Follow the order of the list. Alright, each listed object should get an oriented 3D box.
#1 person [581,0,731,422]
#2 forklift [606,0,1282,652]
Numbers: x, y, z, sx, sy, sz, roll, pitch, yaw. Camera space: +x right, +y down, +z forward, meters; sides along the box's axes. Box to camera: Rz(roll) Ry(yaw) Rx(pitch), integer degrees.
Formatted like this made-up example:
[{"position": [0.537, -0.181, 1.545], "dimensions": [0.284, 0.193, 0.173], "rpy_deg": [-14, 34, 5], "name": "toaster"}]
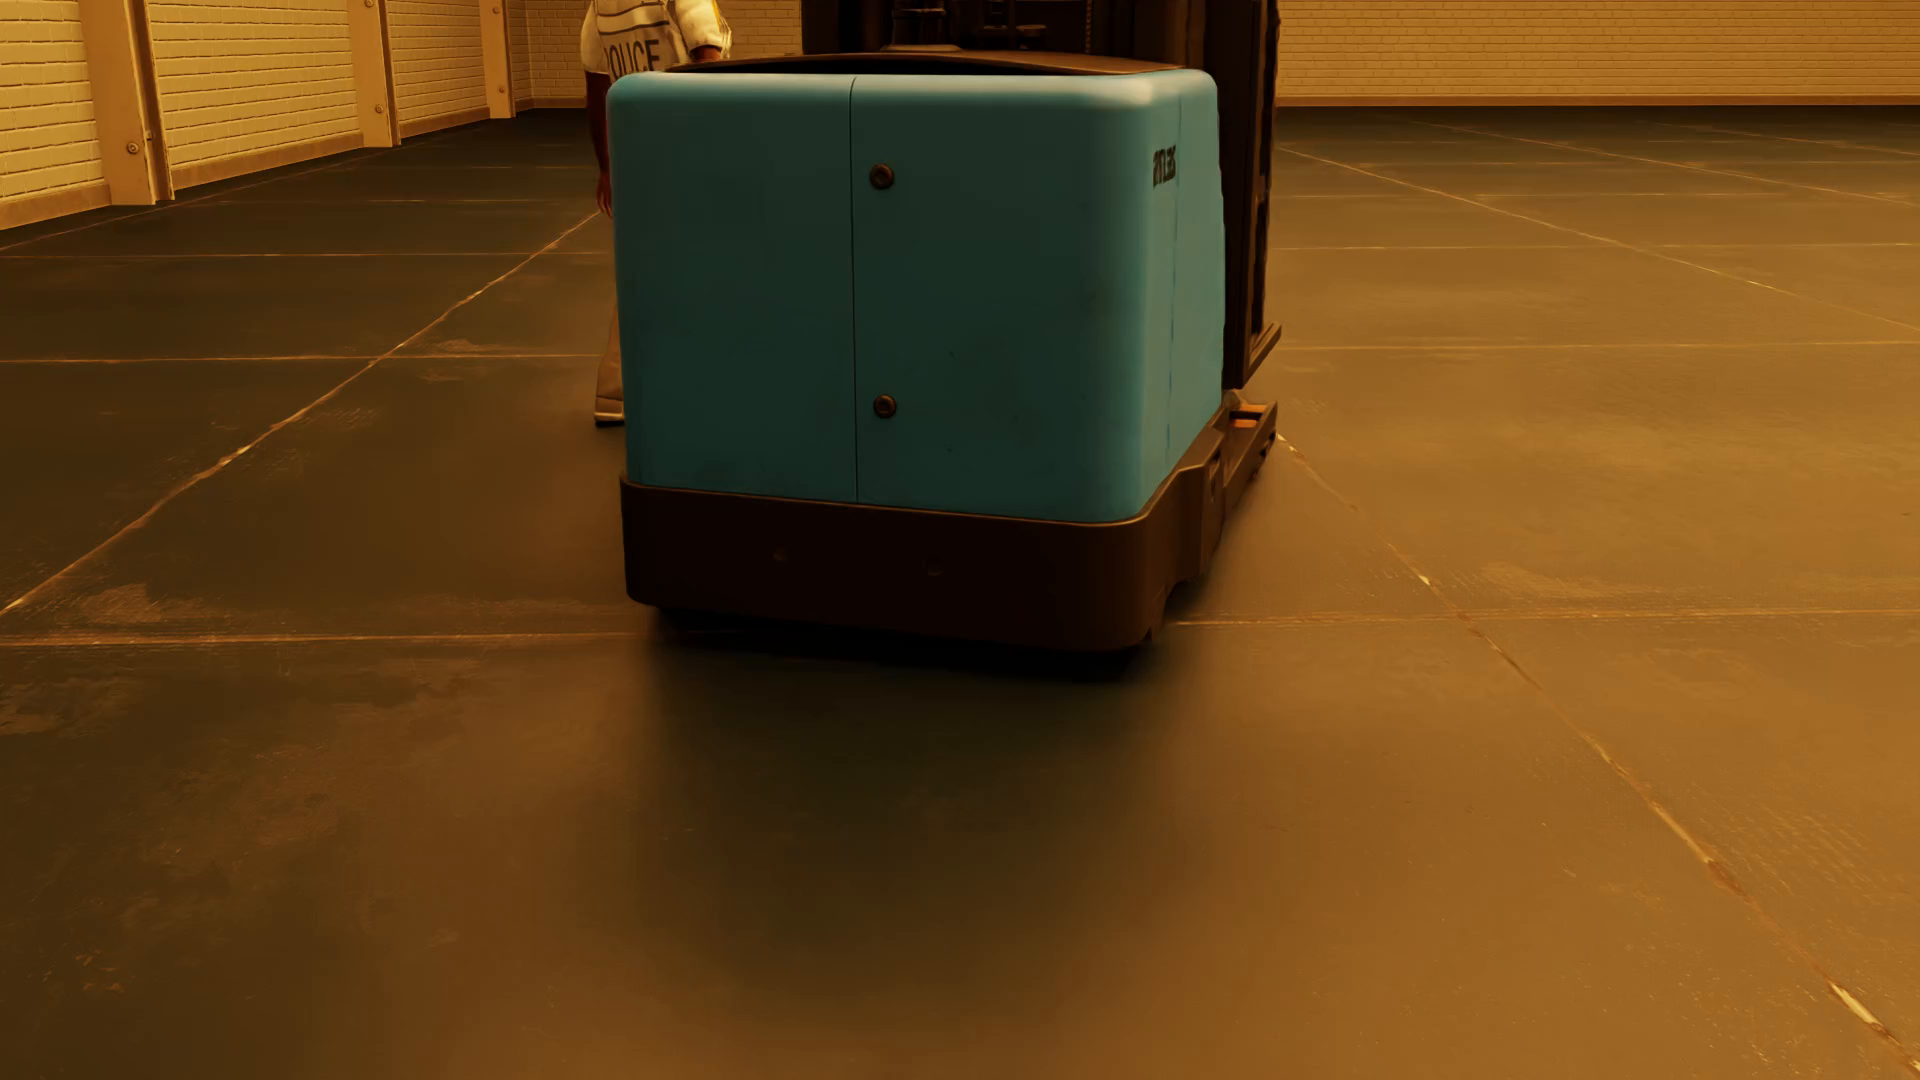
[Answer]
[{"position": [-0.835, -1.083, 4.777], "dimensions": [0.798, 1.588, 0.468], "rpy_deg": [15, 22, 40], "name": "person"}, {"position": [0.255, -1.590, 4.105], "dimensions": [1.130, 2.935, 3.031], "rpy_deg": [5, 18, 16], "name": "forklift"}]
